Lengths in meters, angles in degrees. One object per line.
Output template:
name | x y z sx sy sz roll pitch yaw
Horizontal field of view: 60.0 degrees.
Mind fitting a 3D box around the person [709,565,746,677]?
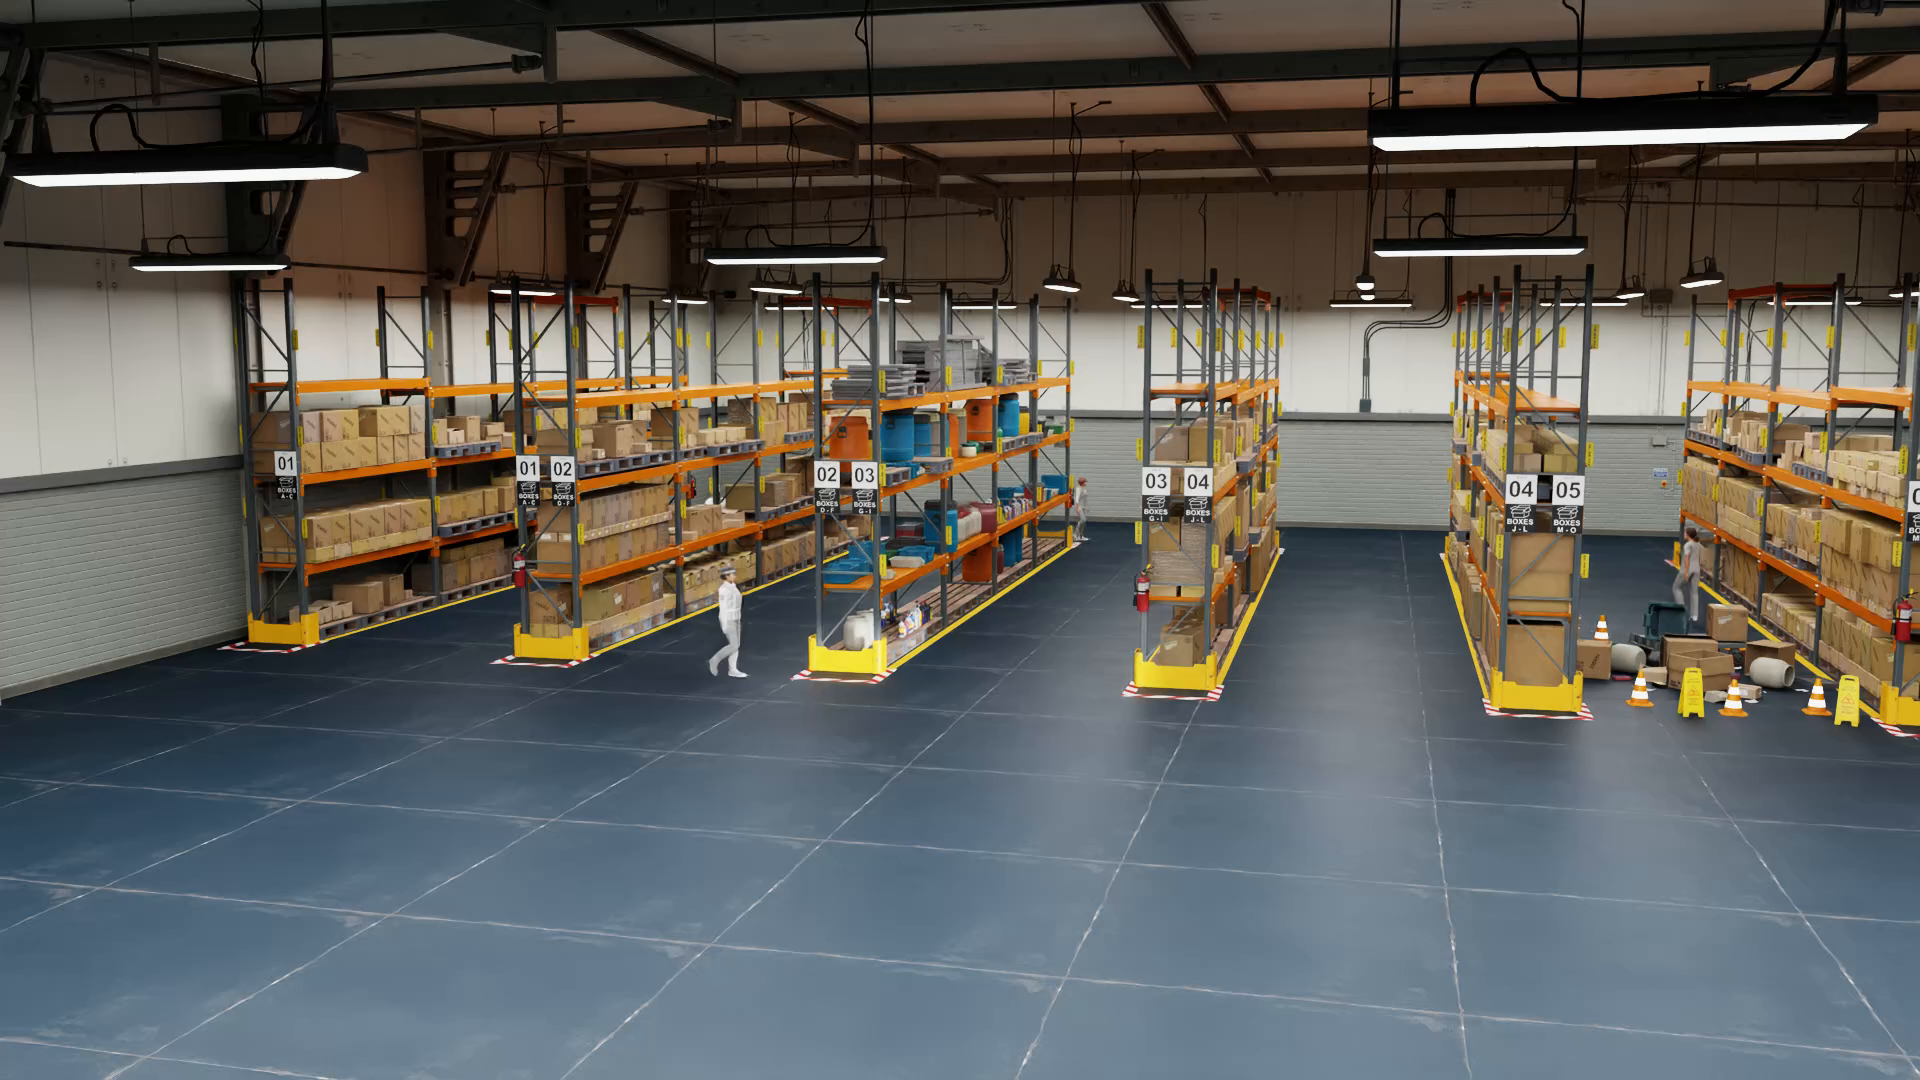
person | -3.427 1.202 24.670 0.483 1.676 0.503 2 7 13

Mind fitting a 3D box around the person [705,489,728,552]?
person | -5.496 -0.359 37.549 0.660 1.709 1.081 1 7 11

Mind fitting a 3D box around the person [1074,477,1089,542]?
person | 3.034 -0.757 41.516 0.355 1.616 0.478 4 8 30

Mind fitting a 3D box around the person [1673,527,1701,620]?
person | 13.094 0.609 29.760 0.439 1.660 0.566 -1 7 -6
